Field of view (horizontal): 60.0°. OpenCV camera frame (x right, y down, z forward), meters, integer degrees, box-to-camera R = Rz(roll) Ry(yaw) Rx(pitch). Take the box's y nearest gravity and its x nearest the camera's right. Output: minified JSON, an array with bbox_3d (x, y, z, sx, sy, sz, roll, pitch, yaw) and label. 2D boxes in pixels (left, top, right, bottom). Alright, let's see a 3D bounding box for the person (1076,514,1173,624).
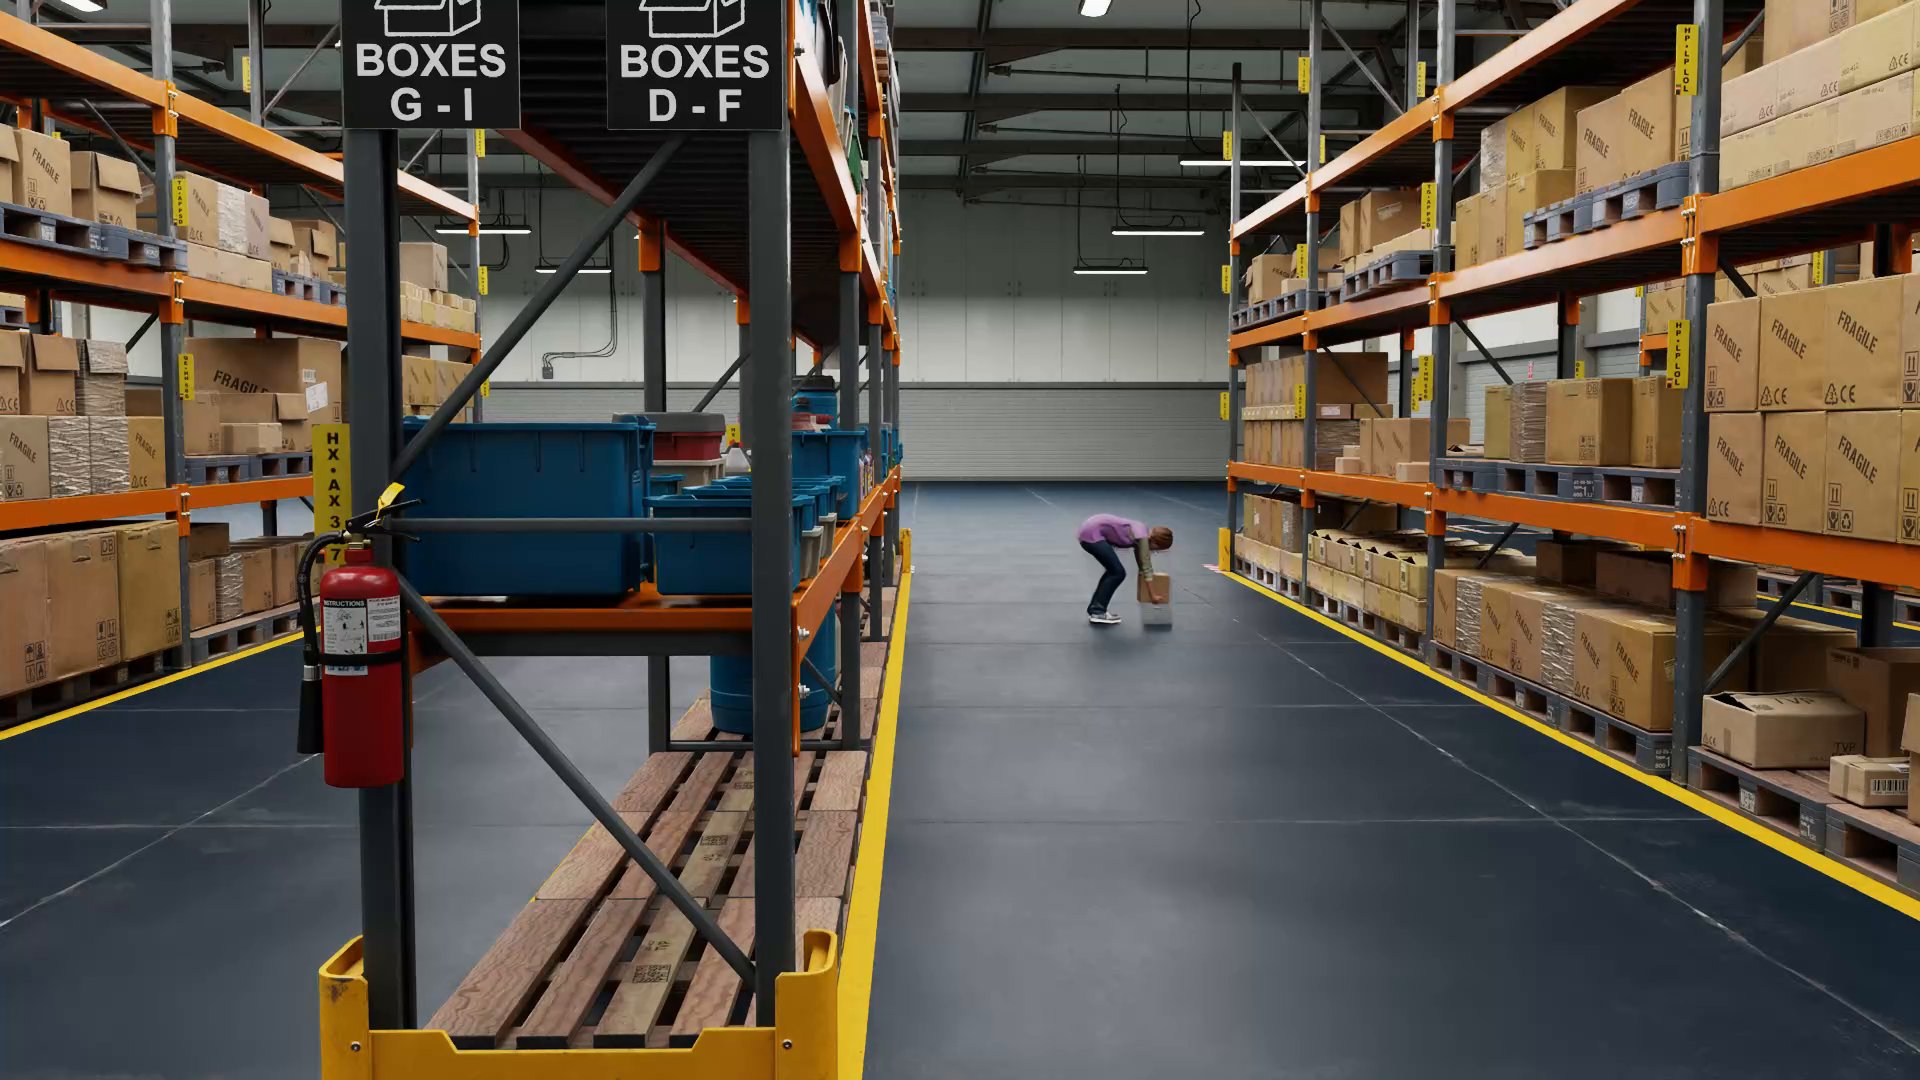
[{"bbox_3d":[1.459,0.251,14.738,0.868,0.959,0.409,0,4,-4],"label":"person"}]
